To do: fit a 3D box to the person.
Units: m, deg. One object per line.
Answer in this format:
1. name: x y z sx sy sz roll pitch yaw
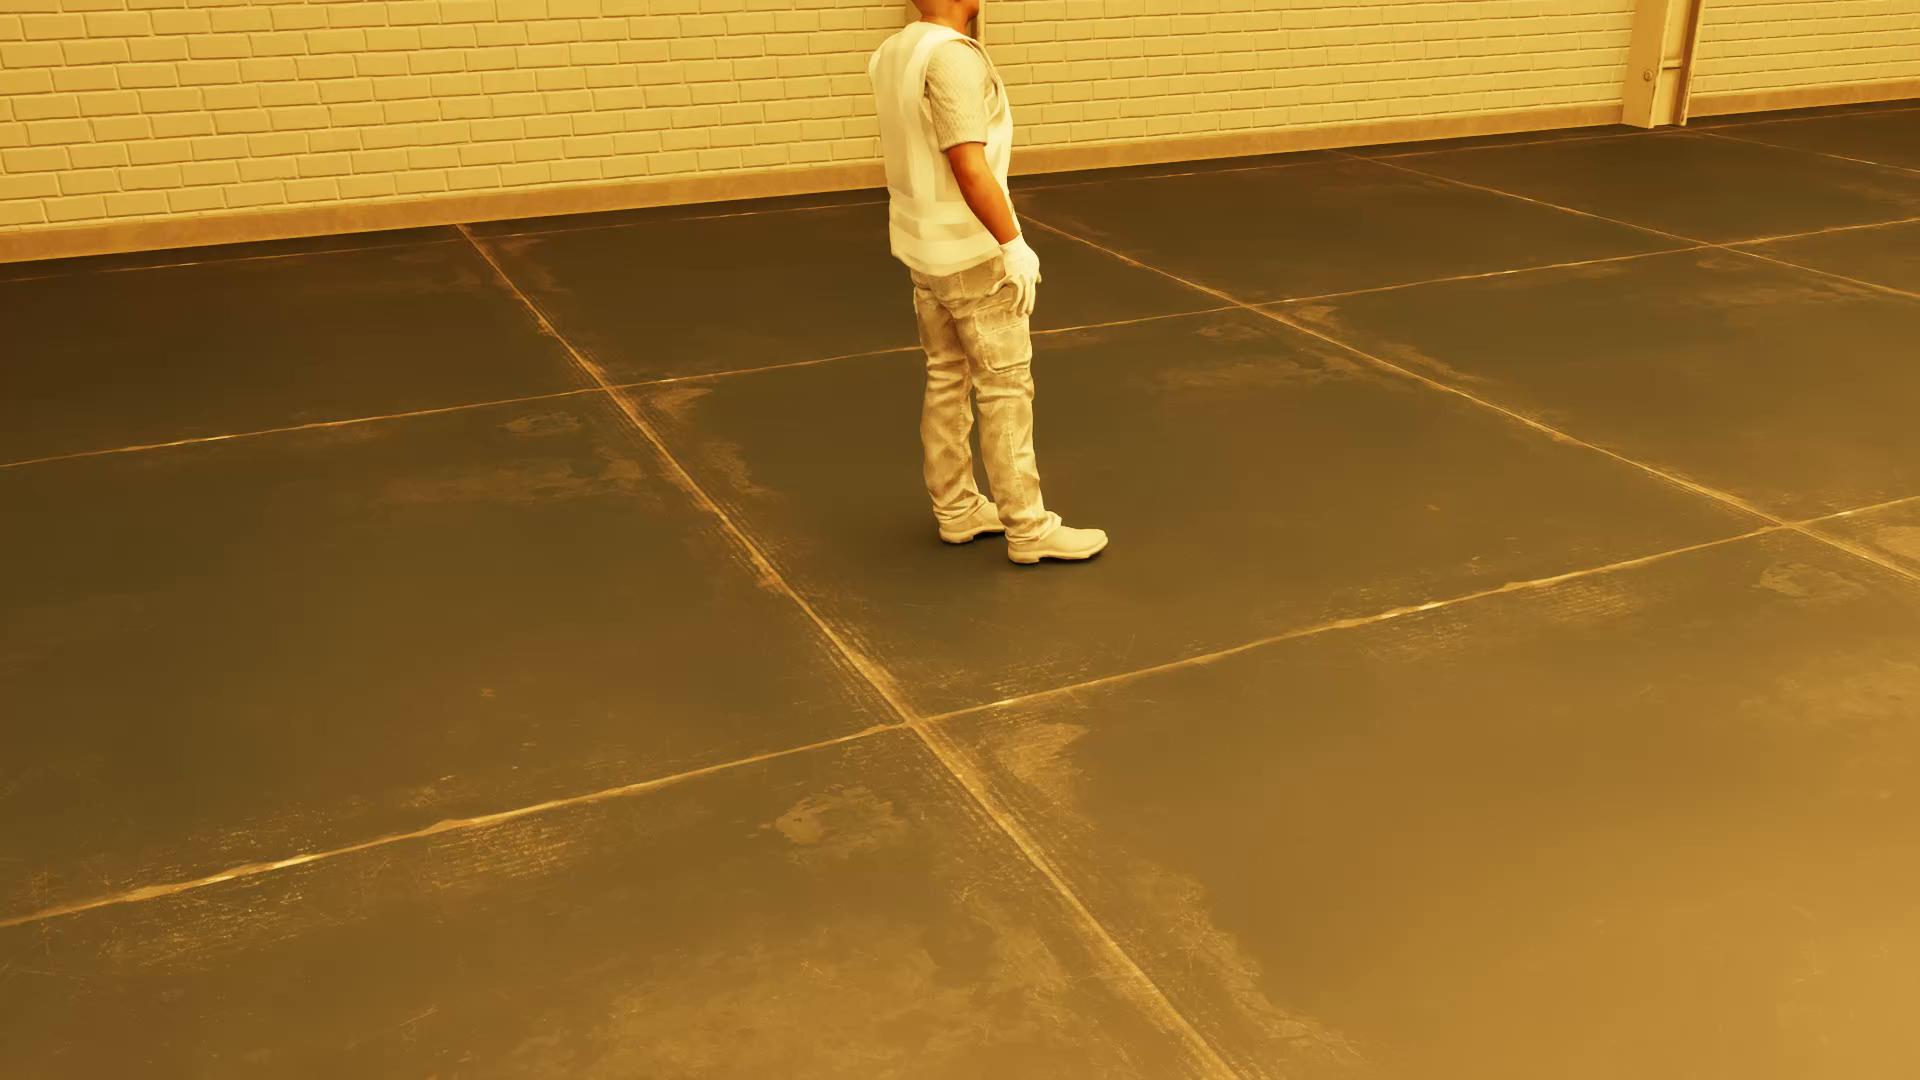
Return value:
1. person: 0.069 -0.839 4.782 0.577 1.782 0.656 -10 25 -23
